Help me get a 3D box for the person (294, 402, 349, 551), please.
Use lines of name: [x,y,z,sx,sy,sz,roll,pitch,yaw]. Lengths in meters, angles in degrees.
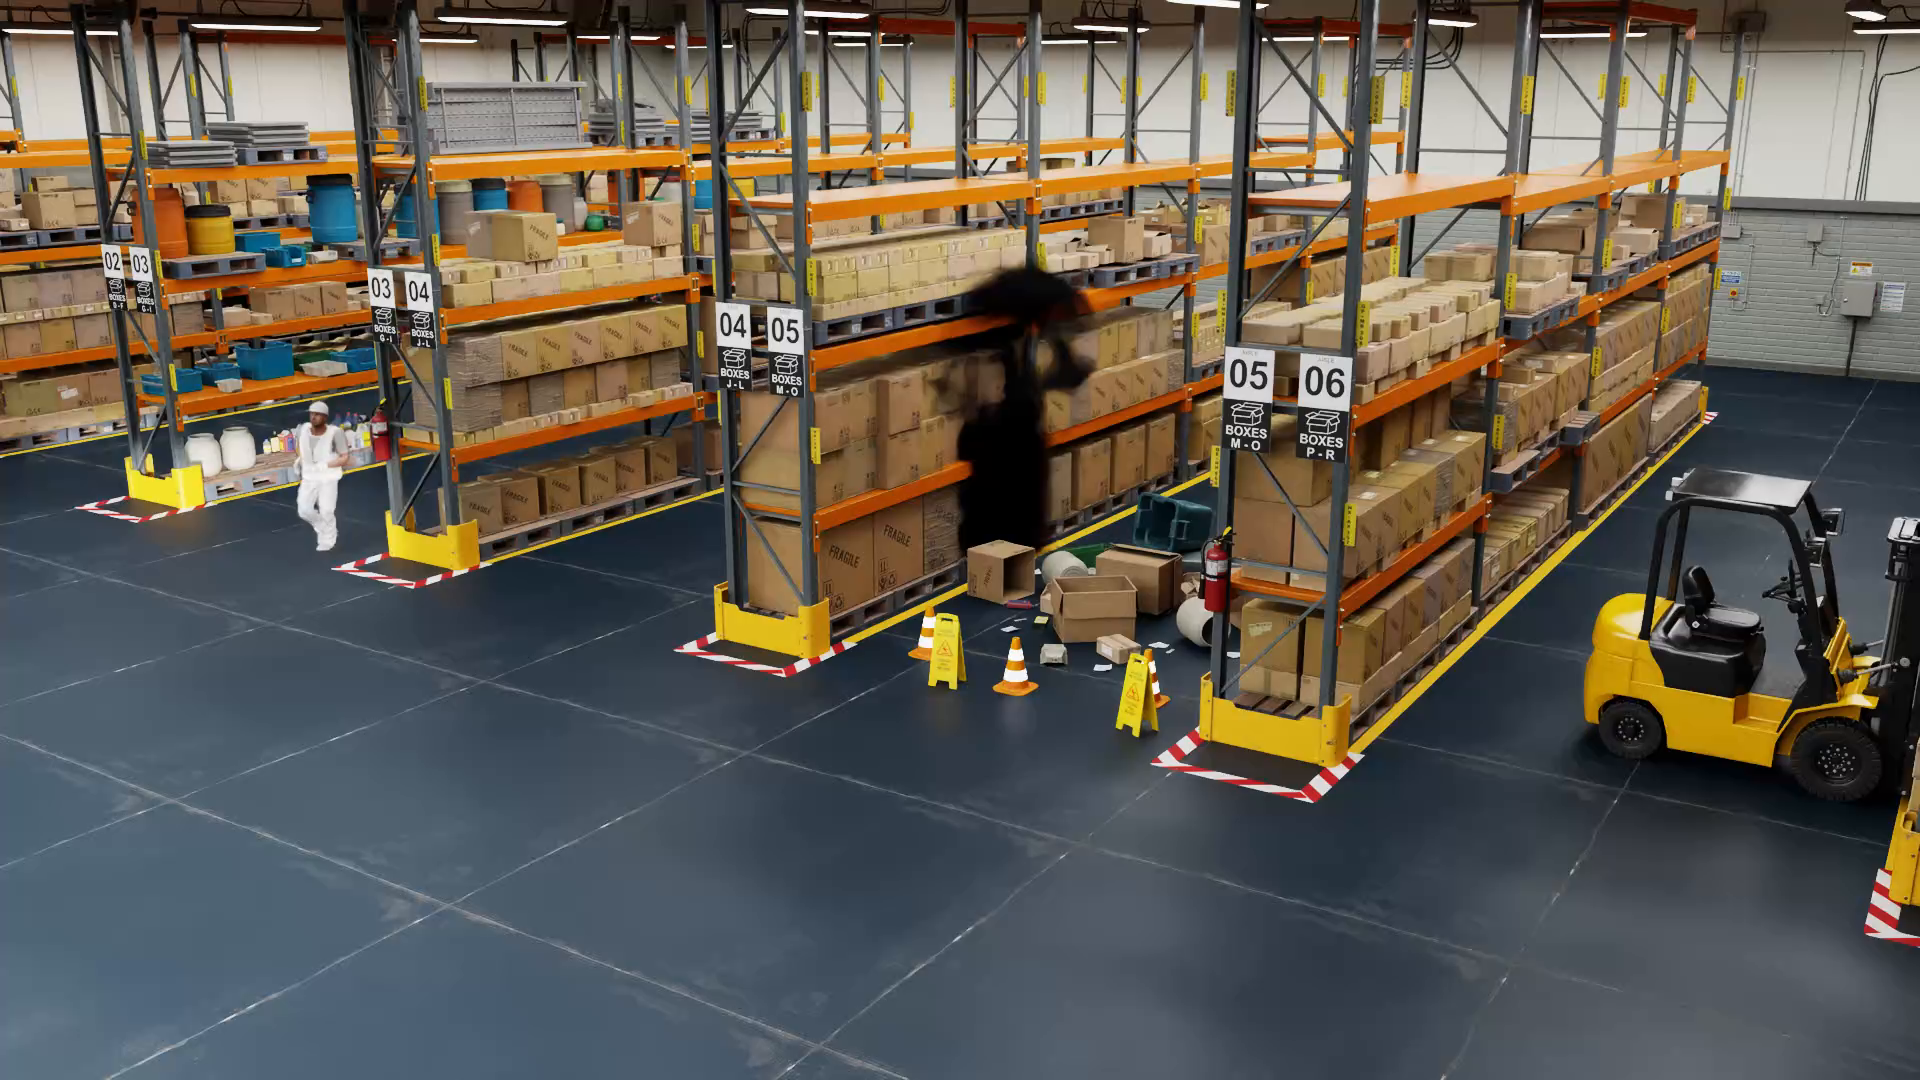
person: [-7.092,-0.689,18.462,0.668,1.721,0.556,1,16,4]
